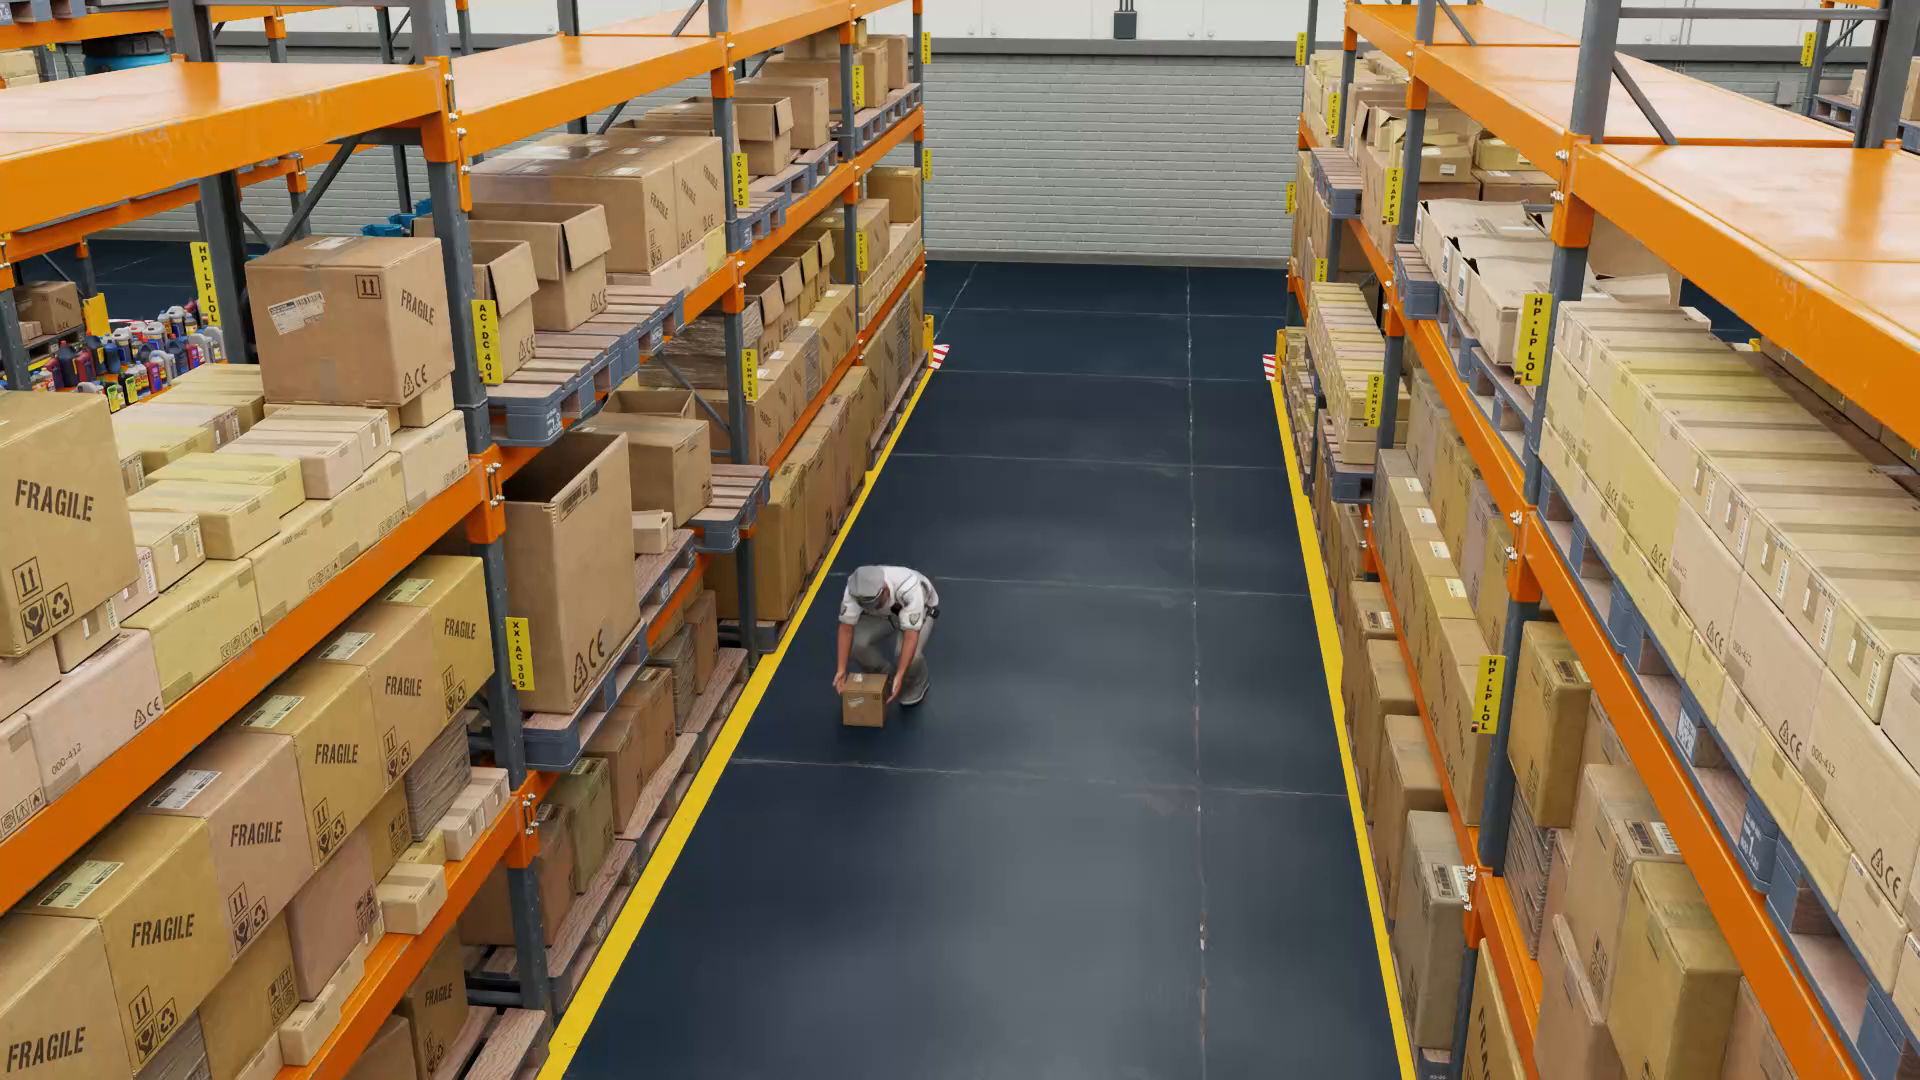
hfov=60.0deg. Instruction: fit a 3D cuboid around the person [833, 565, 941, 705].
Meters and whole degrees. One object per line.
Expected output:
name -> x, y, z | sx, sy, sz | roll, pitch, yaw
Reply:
person -> -0.443, 0.555, 10.613 | 0.563, 1.050, 0.938 | 9, 23, 23
